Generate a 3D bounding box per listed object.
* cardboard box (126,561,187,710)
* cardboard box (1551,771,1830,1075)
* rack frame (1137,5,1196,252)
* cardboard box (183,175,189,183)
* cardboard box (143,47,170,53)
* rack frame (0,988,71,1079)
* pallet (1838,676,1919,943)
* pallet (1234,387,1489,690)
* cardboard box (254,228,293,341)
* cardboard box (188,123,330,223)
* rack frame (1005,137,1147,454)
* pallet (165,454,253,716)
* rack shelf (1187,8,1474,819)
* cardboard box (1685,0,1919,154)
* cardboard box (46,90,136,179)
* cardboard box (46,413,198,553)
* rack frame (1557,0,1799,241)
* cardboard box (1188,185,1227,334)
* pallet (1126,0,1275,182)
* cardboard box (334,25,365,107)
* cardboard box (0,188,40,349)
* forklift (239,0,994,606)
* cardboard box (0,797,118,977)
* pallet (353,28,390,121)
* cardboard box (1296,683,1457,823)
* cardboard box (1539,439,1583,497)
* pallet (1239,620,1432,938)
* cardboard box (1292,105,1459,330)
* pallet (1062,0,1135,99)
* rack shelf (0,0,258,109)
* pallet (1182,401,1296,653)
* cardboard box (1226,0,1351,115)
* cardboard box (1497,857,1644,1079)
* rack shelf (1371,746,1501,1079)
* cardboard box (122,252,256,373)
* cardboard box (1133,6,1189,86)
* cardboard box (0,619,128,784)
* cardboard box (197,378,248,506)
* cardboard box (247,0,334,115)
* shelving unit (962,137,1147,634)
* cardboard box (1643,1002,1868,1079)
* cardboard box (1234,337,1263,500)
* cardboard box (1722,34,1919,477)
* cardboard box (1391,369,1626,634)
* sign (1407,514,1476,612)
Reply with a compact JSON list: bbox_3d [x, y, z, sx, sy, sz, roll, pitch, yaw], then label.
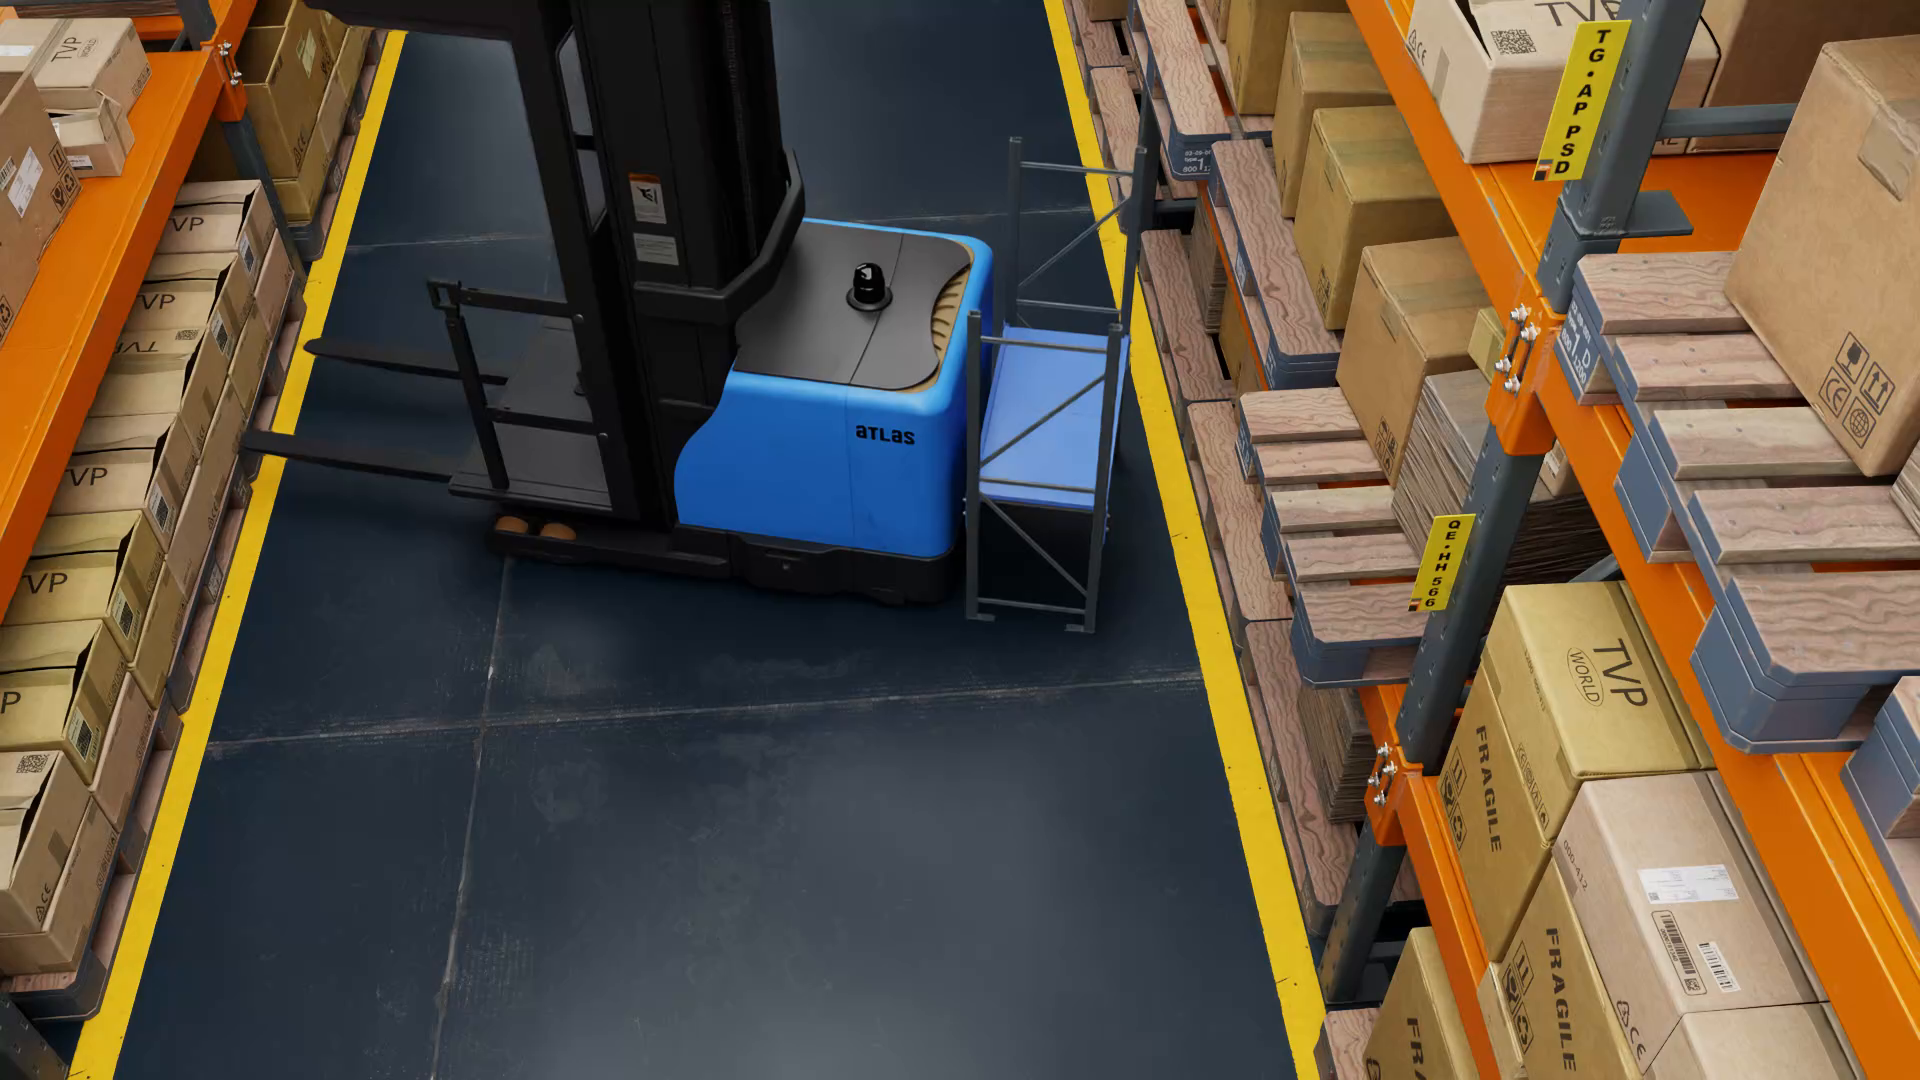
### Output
[{"bbox_3d":[-3.113,0.356,5.951,0.500,0.250,0.500,-5,47,-4],"label":"cardboard box"},{"bbox_3d":[1.493,0.719,3.199,0.500,0.250,0.500,-4,47,-4],"label":"cardboard box"},{"bbox_3d":[1.332,-2.506,7.058,1.000,3.000,0.127,-3,47,-3],"label":"rack frame"},{"bbox_3d":[-3.861,-1.724,7.921,0.500,0.250,0.500,-3,47,-3],"label":"cardboard box"},{"bbox_3d":[-3.891,-2.344,7.992,0.500,0.500,0.500,-3,47,-3],"label":"cardboard box"},{"bbox_3d":[-3.269,0.692,4.029,1.000,3.000,0.127,-3,47,-3],"label":"rack frame"},{"bbox_3d":[1.870,0.693,2.092,1.003,0.211,1.213,-2,47,-1],"label":"pallet"},{"bbox_3d":[1.501,-0.055,4.869,1.213,0.211,1.003,-3,47,-3],"label":"pallet"},{"bbox_3d":[-3.281,-1.119,7.348,0.500,0.250,0.500,-4,47,-4],"label":"cardboard box"},{"bbox_3d":[-3.341,-1.755,7.951,0.500,0.250,0.500,-3,47,-3],"label":"cardboard box"},{"bbox_3d":[0.430,-0.921,6.589,0.500,1.500,0.032,6,47,6],"label":"rack frame"},{"bbox_3d":[-3.398,0.172,6.442,1.003,0.211,1.213,-3,47,-3],"label":"pallet"},{"bbox_3d":[1.499,-0.812,5.948,1.077,0.370,4.000,-3,47,-3],"label":"rack shelf"},{"bbox_3d":[1.835,-1.220,3.691,0.500,0.500,0.500,-3,47,-3],"label":"cardboard box"},{"bbox_3d":[-3.348,-1.531,6.227,0.396,0.266,0.258,-5,47,-4],"label":"cardboard box"},{"bbox_3d":[-3.157,-0.218,6.108,0.500,0.311,0.500,-4,47,-4],"label":"cardboard box"},{"bbox_3d":[1.667,-1.675,2.139,1.000,3.000,0.127,-3,47,-3],"label":"rack frame"},{"bbox_3d":[1.410,-1.266,7.302,0.700,0.500,0.500,-2,47,-2],"label":"cardboard box"},{"bbox_3d":[1.251,-1.878,6.595,1.003,0.211,1.213,-3,47,-3],"label":"pallet"},{"bbox_3d":[-3.414,-2.479,8.637,0.500,0.250,0.500,-3,47,-3],"label":"cardboard box"},{"bbox_3d":[-3.470,-0.937,5.502,0.500,0.500,0.500,-3,47,-3],"label":"cardboard box"},{"bbox_3d":[-1.425,-1.284,5.947,3.031,2.935,1.130,8,47,7],"label":"forklift"},{"bbox_3d":[-3.021,1.096,5.251,0.500,0.250,0.500,-4,47,-3],"label":"cardboard box"},{"bbox_3d":[-3.734,-2.706,9.168,1.003,0.211,1.213,-3,47,-3],"label":"pallet"},{"bbox_3d":[1.554,0.578,5.555,0.700,0.500,0.500,-3,47,-3],"label":"cardboard box"},{"bbox_3d":[1.608,-0.269,4.120,0.380,0.149,0.250,-9,47,-8],"label":"cardboard box"},{"bbox_3d":[1.603,0.781,5.865,1.003,0.211,1.213,-3,47,-3],"label":"pallet"},{"bbox_3d":[1.491,-1.037,5.295,0.700,0.500,0.500,-3,47,-3],"label":"cardboard box"},{"bbox_3d":[1.135,-2.916,9.366,1.003,0.211,1.213,-3,47,-3],"label":"pallet"},{"bbox_3d":[-3.772,-3.402,8.402,1.077,0.370,4.000,-3,47,-3],"label":"rack shelf"},{"bbox_3d":[1.504,-0.099,6.699,1.003,0.211,1.213,-3,47,-3],"label":"pallet"},{"bbox_3d":[1.380,-1.917,6.128,0.700,0.500,0.500,1,47,1],"label":"cardboard box"},{"bbox_3d":[1.487,0.991,3.458,0.500,0.500,0.500,-2,47,-2],"label":"cardboard box"},{"bbox_3d":[1.834,2.082,3.208,1.077,0.370,4.000,-3,47,-3],"label":"rack shelf"},{"bbox_3d":[-3.235,-0.943,6.795,0.500,0.311,0.500,-2,47,-2],"label":"cardboard box"},{"bbox_3d":[1.205,-2.546,8.514,0.500,0.500,0.500,-7,47,-6],"label":"cardboard box"},{"bbox_3d":[-3.073,0.524,5.407,0.500,0.311,0.500,-5,47,-4],"label":"cardboard box"},{"bbox_3d":[-3.197,-0.383,6.651,0.500,0.250,0.500,-3,47,-2],"label":"cardboard box"},{"bbox_3d":[-3.381,-2.375,8.021,0.500,0.500,0.500,-3,47,-3],"label":"cardboard box"},{"bbox_3d":[0.351,-0.557,6.244,0.538,1.500,1.048,6,47,6],"label":"shelving unit"},{"bbox_3d":[1.539,1.081,2.856,0.500,0.250,0.500,-3,47,-3],"label":"cardboard box"},{"bbox_3d":[1.506,-0.524,6.599,0.700,0.500,0.500,-3,47,-3],"label":"cardboard box"},{"bbox_3d":[1.764,-0.489,2.709,0.700,0.500,0.500,-7,47,-6],"label":"cardboard box"},{"bbox_3d":[1.617,-0.137,4.442,0.700,0.500,0.500,-8,47,-8],"label":"cardboard box"},{"bbox_3d":[1.127,0.057,3.887,0.100,0.325,0.005,-3,47,-3],"label":"sign"}]
